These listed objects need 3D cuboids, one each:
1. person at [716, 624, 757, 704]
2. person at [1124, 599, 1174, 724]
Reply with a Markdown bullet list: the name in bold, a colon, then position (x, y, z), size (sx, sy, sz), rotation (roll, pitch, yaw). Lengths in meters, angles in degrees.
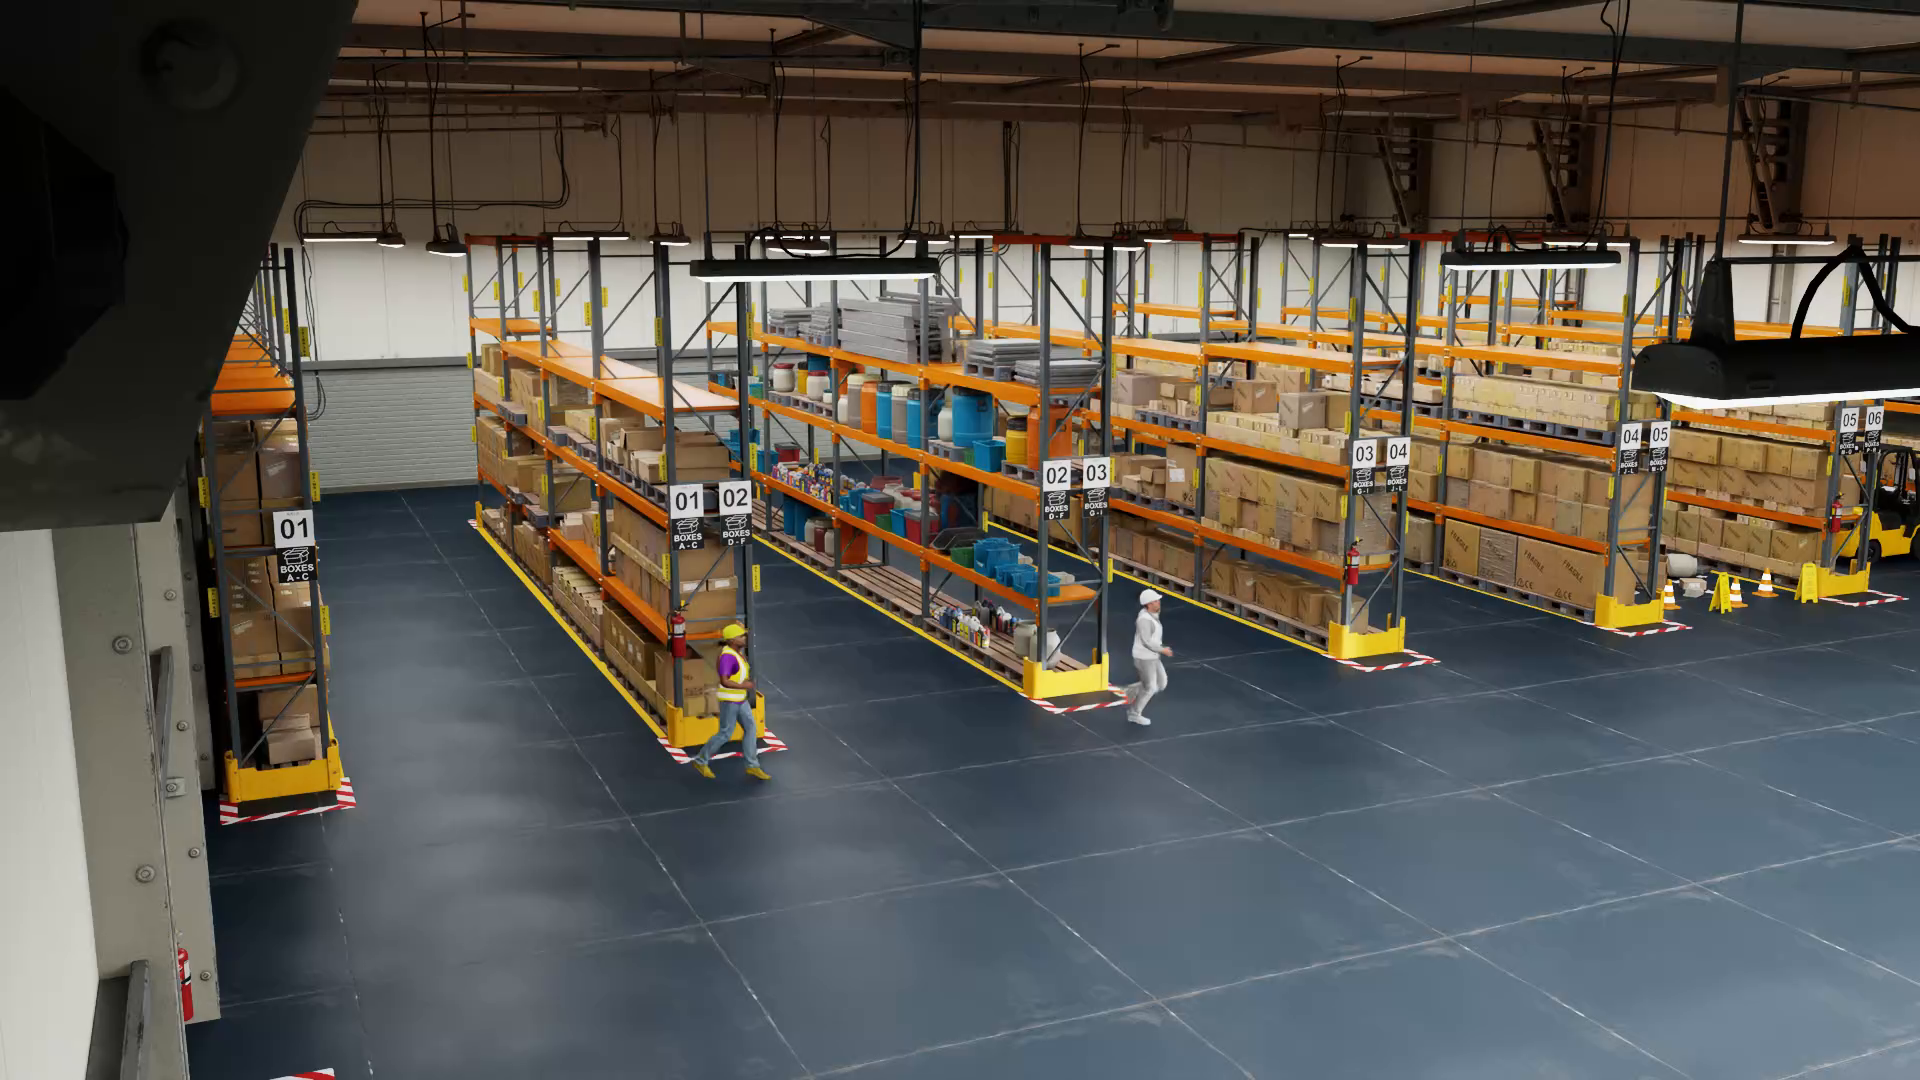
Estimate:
- **person**: position (-2.567, 1.411, 18.878), size (0.569, 0.901, 0.730), rotation (1, 11, 5)
- **person**: position (2.401, 1.489, 21.084), size (0.638, 1.685, 0.691), rotation (2, 11, 11)
